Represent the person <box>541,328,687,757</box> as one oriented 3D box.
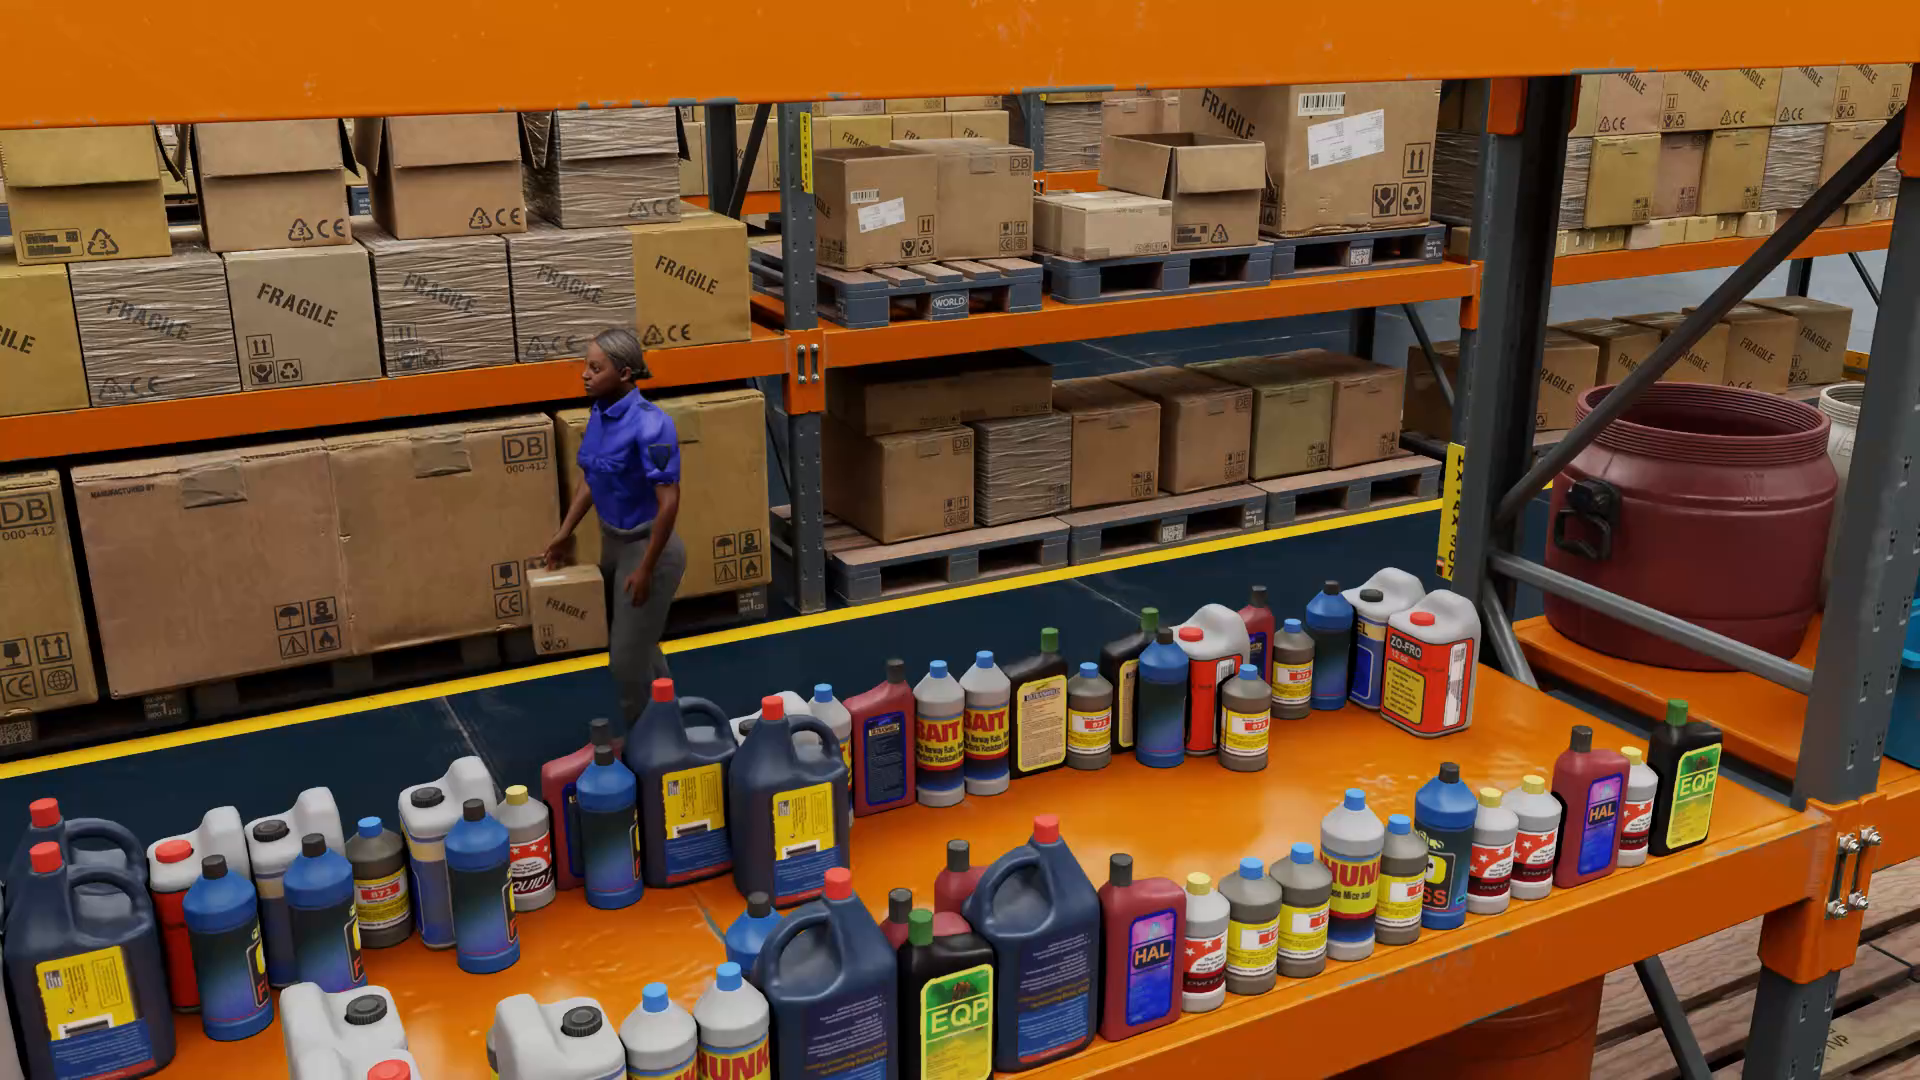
[{"bbox_3d":[-1.185,0.074,5.864,0.480,1.651,0.539,-13,22,-33],"label":"person"}]
